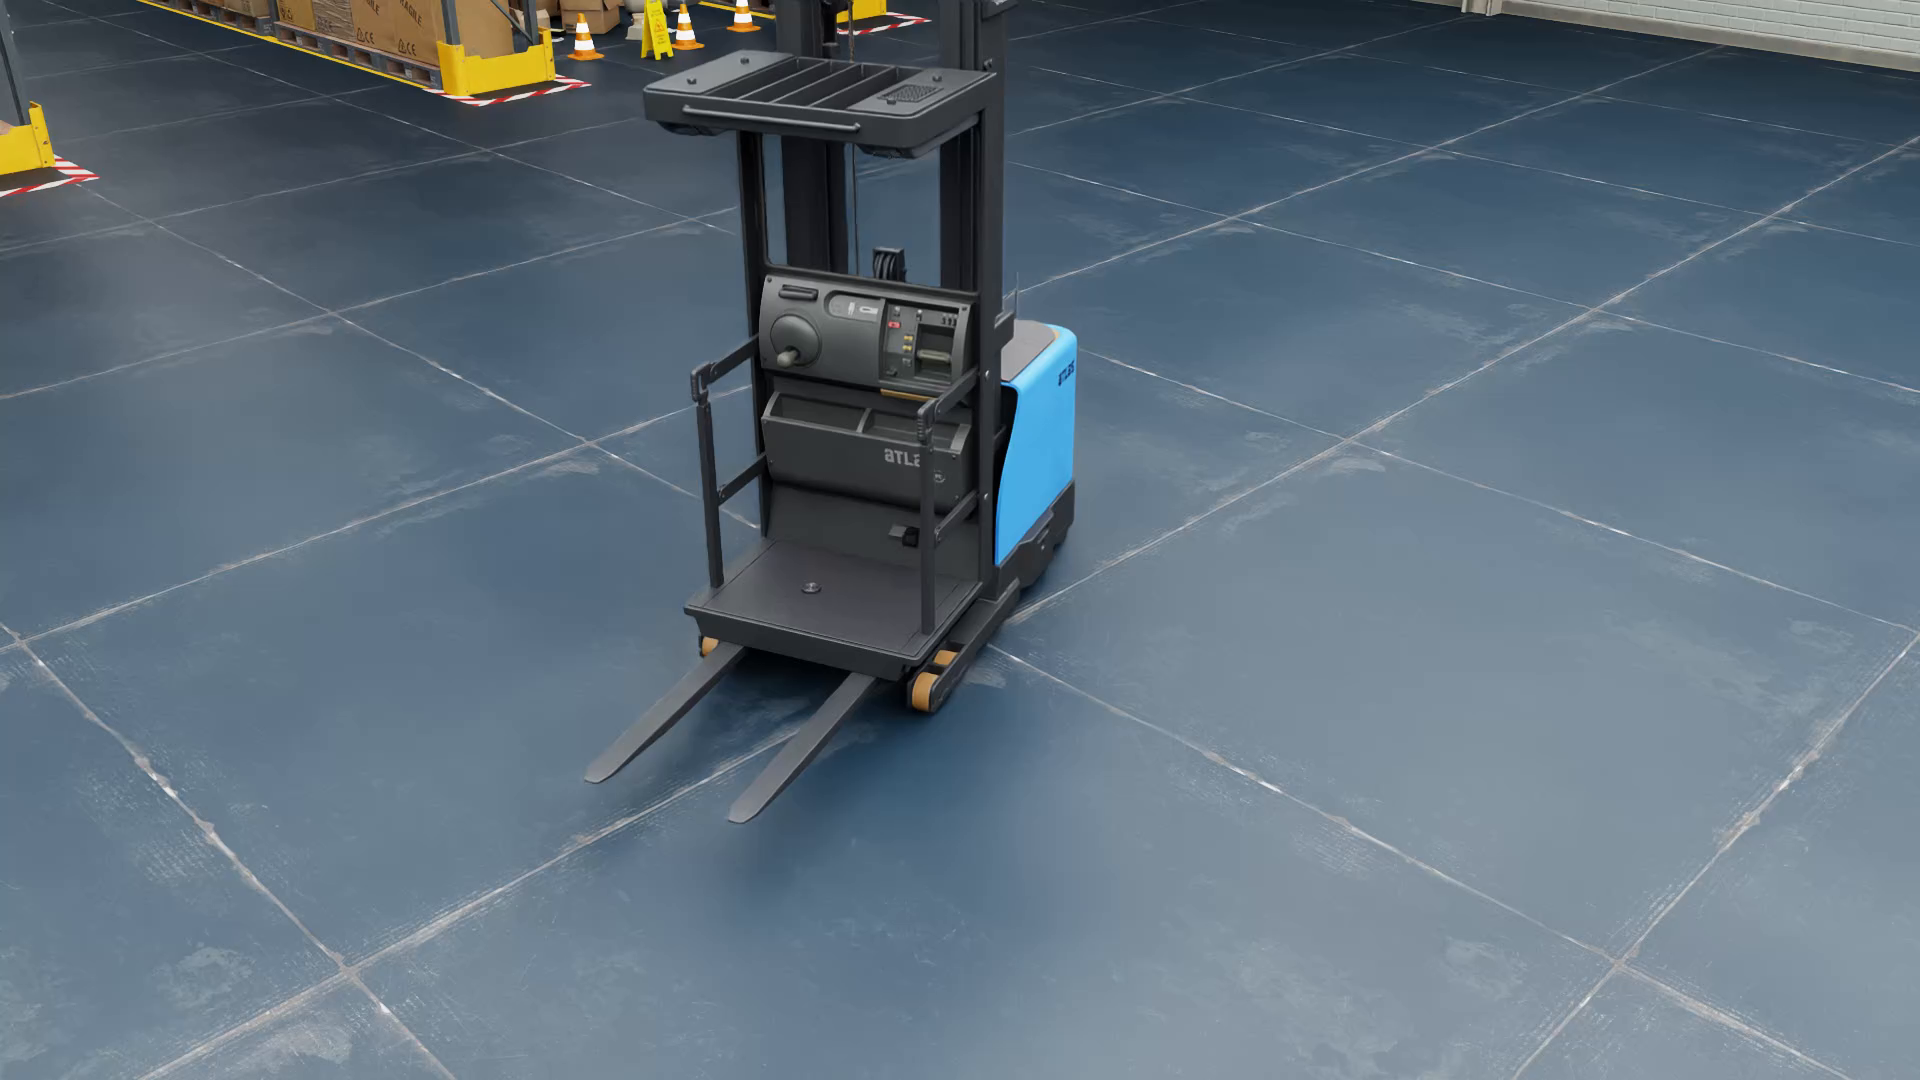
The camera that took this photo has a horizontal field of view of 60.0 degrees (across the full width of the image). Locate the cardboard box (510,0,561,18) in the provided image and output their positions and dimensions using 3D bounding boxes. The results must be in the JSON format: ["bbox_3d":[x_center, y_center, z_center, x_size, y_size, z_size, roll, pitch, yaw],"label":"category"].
[{"bbox_3d":[-5.067,-6.705,20.315,0.503,0.637,0.797,25,36,38],"label":"cardboard box"}]

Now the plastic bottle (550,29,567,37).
[{"bbox_3d":[-4.769,-5.954,19.508,0.283,0.061,0.133,12,30,22],"label":"plastic bottle"}]

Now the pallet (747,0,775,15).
[{"bbox_3d":[-1.976,-6.782,20.921,1.213,0.211,1.003,25,36,38],"label":"pallet"}]

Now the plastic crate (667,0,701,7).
[{"bbox_3d":[-3.675,-6.943,21.368,0.583,0.080,0.402,12,30,22],"label":"plastic crate"}]

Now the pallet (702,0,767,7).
[{"bbox_3d":[-2.842,-7.180,21.678,1.213,0.211,1.003,25,36,38],"label":"pallet"}]

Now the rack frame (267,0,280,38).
[{"bbox_3d":[-7.618,-7.344,18.994,0.127,3.000,1.000,25,36,38],"label":"rack frame"}]

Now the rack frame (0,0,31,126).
[{"bbox_3d":[-8.315,-4.426,13.444,0.127,3.000,1.000,25,36,38],"label":"rack frame"}]

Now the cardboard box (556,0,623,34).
[{"bbox_3d":[-4.395,-6.342,19.771,0.637,0.503,0.797,2,28,4],"label":"cardboard box"}]

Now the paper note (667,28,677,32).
[{"bbox_3d":[-3.437,-6.048,19.720,0.142,0.019,0.148,12,30,22],"label":"paper note"}]

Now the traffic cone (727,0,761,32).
[{"bbox_3d":[-2.578,-6.304,19.741,0.334,0.463,0.336,25,36,38],"label":"traffic cone"}]

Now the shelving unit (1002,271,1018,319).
[{"bbox_3d":[0.154,-0.755,8.397,0.189,1.200,0.258,11,30,19],"label":"shelving unit"}]

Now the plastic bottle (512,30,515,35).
[{"bbox_3d":[-5.336,-5.928,19.458,0.133,0.061,0.283,12,30,22],"label":"plastic bottle"}]

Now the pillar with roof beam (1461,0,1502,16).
[{"bbox_3d":[3.506,-9.158,15.998,0.400,9.000,9.100,25,36,38],"label":"pillar with roof beam"}]

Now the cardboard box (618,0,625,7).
[{"bbox_3d":[-4.410,-7.113,21.238,0.500,0.500,0.500,-3,28,-5],"label":"cardboard box"}]

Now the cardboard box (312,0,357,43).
[{"bbox_3d":[-6.573,-6.068,18.399,0.875,0.875,0.875,25,37,39],"label":"cardboard box"}]

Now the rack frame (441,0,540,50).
[{"bbox_3d":[-4.766,-6.039,16.511,0.127,3.000,1.000,25,36,38],"label":"rack frame"}]

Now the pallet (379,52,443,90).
[{"bbox_3d":[-5.391,-5.039,17.607,1.213,0.211,1.003,25,36,38],"label":"pallet"}]

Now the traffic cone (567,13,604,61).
[{"bbox_3d":[-4.149,-5.560,18.328,0.334,0.463,0.336,25,36,38],"label":"traffic cone"}]

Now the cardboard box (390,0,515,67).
[{"bbox_3d":[-5.296,-5.484,17.287,0.875,0.875,0.875,25,37,39],"label":"cardboard box"}]

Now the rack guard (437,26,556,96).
[{"bbox_3d":[-4.749,-4.925,17.078,0.348,0.500,1.175,25,36,38],"label":"rack guard"}]

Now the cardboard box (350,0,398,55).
[{"bbox_3d":[-5.925,-5.770,17.832,0.875,0.875,0.875,24,36,38],"label":"cardboard box"}]

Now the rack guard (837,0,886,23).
[{"bbox_3d":[-1.422,-6.633,20.327,0.348,0.500,1.175,25,36,38],"label":"rack guard"}]

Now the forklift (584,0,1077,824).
[{"bbox_3d":[-0.480,-0.808,6.637,1.130,2.935,3.031,11,30,20],"label":"forklift"}]

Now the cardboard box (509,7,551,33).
[{"bbox_3d":[-5.101,-6.184,19.726,0.396,0.266,0.258,-18,33,-31],"label":"cardboard box"}]

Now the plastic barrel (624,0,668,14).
[{"bbox_3d":[-3.902,-6.746,20.624,0.512,0.421,0.421,-3,28,-5],"label":"plastic barrel"}]

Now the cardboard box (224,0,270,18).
[{"bbox_3d":[-8.124,-6.707,19.748,0.750,0.750,1.050,24,36,38],"label":"cardboard box"}]

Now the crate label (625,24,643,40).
[{"bbox_3d":[-3.718,-5.916,19.354,0.298,0.136,0.250,7,29,13],"label":"crate label"}]

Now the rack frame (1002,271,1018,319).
[{"bbox_3d":[0.239,-0.740,8.367,0.006,1.200,0.240,11,30,19],"label":"rack frame"}]

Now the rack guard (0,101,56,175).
[{"bbox_3d":[-8.369,-3.344,14.073,0.348,0.500,1.175,25,36,38],"label":"rack guard"}]

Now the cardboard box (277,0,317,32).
[{"bbox_3d":[-7.219,-6.361,18.956,0.875,0.875,0.875,-25,36,-38],"label":"cardboard box"}]

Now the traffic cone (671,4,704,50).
[{"bbox_3d":[-3.114,-5.825,18.830,0.334,0.463,0.336,25,36,38],"label":"traffic cone"}]

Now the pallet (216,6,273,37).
[{"bbox_3d":[-8.221,-6.336,20.074,1.213,0.211,1.003,25,36,38],"label":"pallet"}]

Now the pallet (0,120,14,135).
[{"bbox_3d":[-8.924,-3.493,14.666,1.213,0.211,1.003,25,36,38],"label":"pallet"}]

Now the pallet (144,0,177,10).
[{"bbox_3d":[-9.961,-7.133,21.588,1.213,0.211,1.003,25,36,38],"label":"pallet"}]

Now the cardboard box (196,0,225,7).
[{"bbox_3d":[-8.809,-7.023,20.349,0.750,0.750,1.050,25,36,38],"label":"cardboard box"}]

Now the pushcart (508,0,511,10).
[{"bbox_3d":[-5.783,-7.086,21.321,0.936,0.377,1.648,12,30,22],"label":"pushcart"}]

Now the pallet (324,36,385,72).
[{"bbox_3d":[-6.256,-5.437,18.364,1.213,0.211,1.003,25,36,38],"label":"pallet"}]

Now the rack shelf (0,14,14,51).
[{"bbox_3d":[-9.741,-4.760,14.852,4.000,0.370,1.077,25,36,38],"label":"rack shelf"}]

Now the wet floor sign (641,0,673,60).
[{"bbox_3d":[-3.357,-5.644,18.291,0.232,0.644,0.267,18,33,30],"label":"wet floor sign"}]

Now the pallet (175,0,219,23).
[{"bbox_3d":[-9.095,-6.735,20.831,1.213,0.211,1.003,25,36,38],"label":"pallet"}]

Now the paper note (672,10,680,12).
[{"bbox_3d":[-3.525,-6.647,20.859,0.148,0.019,0.142,12,30,22],"label":"paper note"}]

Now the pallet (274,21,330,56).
[{"bbox_3d":[-7.131,-5.836,19.121,1.213,0.211,1.003,25,36,38],"label":"pallet"}]

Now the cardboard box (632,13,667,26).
[{"bbox_3d":[-3.718,-6.210,19.900,0.380,0.149,0.250,-7,29,-14],"label":"cardboard box"}]

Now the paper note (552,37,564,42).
[{"bbox_3d":[-4.664,-5.785,19.222,0.144,0.017,0.142,-13,30,-22],"label":"paper note"}]
